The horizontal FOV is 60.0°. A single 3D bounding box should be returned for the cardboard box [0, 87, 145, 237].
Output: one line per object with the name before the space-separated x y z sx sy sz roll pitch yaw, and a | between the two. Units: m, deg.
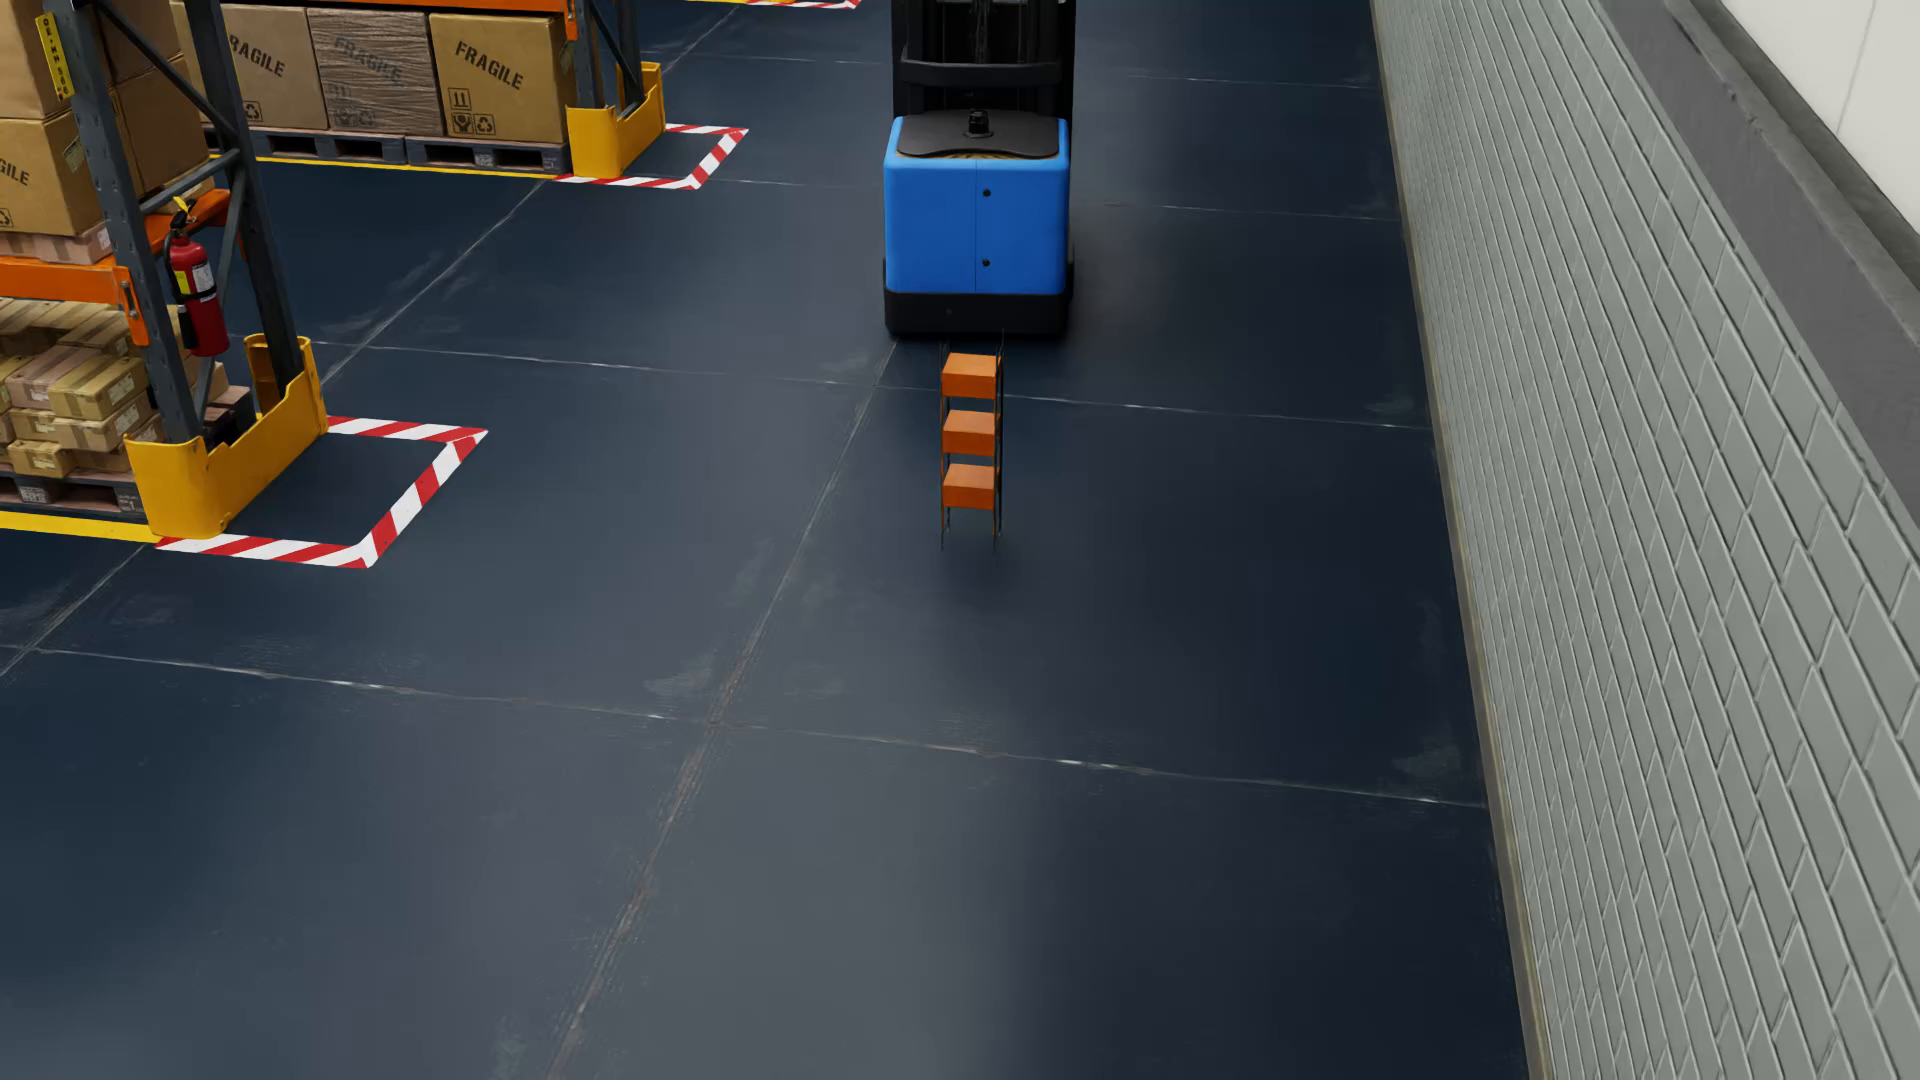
cardboard box | -3.961 -1.654 7.191 0.500 0.500 0.500 6 33 9

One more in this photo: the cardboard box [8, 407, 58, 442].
cardboard box | -4.291 -0.625 7.933 0.250 0.149 0.380 4 32 7

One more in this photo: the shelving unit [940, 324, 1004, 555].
shelving unit | 0.053 -0.440 7.464 0.252 1.050 0.215 5 32 8

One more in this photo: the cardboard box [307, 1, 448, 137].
cardboard box | -4.082 -3.539 12.184 0.875 0.875 0.875 5 32 8

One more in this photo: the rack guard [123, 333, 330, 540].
rack guard | -3.549 -0.528 8.122 0.348 0.500 1.175 5 32 8

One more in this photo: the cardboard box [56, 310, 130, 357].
cardboard box | -4.226 -0.988 8.232 0.250 0.149 0.380 6 33 9

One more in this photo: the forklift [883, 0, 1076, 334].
forklift | 0.150 -3.167 10.047 1.130 2.935 3.031 1 32 2

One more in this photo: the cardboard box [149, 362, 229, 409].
cardboard box | -3.937 -0.764 8.435 0.250 0.149 0.380 6 33 9

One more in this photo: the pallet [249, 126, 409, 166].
pallet | -4.541 -3.124 12.542 1.213 0.211 1.003 5 32 8

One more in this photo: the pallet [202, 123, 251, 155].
pallet | -5.747 -3.232 12.714 1.213 0.211 1.003 5 32 8

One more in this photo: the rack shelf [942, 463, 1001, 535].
rack shelf | 0.053 -0.196 7.617 0.240 0.259 0.215 5 32 8

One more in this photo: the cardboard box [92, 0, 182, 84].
cardboard box | -3.872 -2.352 7.363 0.500 0.500 0.500 5 32 8

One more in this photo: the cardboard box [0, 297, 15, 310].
cardboard box | -4.983 -1.086 8.389 0.250 0.149 0.380 6 33 10

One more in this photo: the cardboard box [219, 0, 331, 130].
cardboard box | -4.959 -3.619 12.311 0.875 0.875 0.875 5 32 8

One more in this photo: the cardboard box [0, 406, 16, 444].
cardboard box | -4.555 -0.619 7.923 0.250 0.149 0.380 4 32 6

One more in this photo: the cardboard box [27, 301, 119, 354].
cardboard box | -4.452 -1.078 8.375 0.250 0.149 0.380 5 32 8

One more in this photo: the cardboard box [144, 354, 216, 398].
cardboard box | -3.948 -0.857 8.303 0.250 0.149 0.380 6 33 10

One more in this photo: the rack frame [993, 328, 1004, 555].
rack frame | 0.173 -0.429 7.446 0.008 1.050 0.200 5 32 8

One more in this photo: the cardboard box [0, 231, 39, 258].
cardboard box | -4.082 -1.397 7.391 0.250 0.149 0.380 5 32 8

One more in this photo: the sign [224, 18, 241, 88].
sign | -3.383 -2.231 7.671 0.005 0.325 0.100 5 32 8

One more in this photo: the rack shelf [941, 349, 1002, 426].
rack shelf | 0.053 -0.672 7.319 0.240 0.259 0.215 5 32 8

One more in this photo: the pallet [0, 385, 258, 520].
pallet | -4.344 -0.496 8.344 1.213 0.211 1.003 5 32 8

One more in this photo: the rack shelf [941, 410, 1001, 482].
rack shelf | 0.053 -0.431 7.469 0.240 0.259 0.215 5 32 8

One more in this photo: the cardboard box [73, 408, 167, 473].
cardboard box | -4.028 -0.488 7.993 0.250 0.149 0.380 6 32 9

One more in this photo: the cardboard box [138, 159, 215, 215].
cardboard box | -3.738 -1.674 7.834 0.250 0.149 0.380 5 32 8

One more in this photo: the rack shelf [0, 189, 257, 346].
rack shelf | -5.446 -1.454 7.924 4.000 0.370 1.077 5 32 8

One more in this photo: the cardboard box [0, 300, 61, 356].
cardboard box | -4.711 -1.057 8.341 0.250 0.149 0.380 4 32 6

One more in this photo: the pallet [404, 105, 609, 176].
pallet | -3.342 -3.014 12.366 1.213 0.211 1.003 5 32 8

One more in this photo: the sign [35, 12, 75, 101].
sign | -3.587 -1.917 6.596 0.005 0.325 0.100 5 32 8

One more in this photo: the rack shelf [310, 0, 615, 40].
rack shelf | -4.512 -4.039 12.054 4.000 0.370 1.077 5 32 8

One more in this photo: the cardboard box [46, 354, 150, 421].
cardboard box | -4.039 -0.717 7.798 0.250 0.149 0.380 6 32 9

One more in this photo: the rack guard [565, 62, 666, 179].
rack guard | -2.517 -3.104 12.237 0.348 0.500 1.175 5 32 8

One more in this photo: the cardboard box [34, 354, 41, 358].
cardboard box | -4.464 -0.887 8.350 0.250 0.149 0.380 6 32 9

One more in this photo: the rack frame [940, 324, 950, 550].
rack frame | -0.068 -0.451 7.481 0.008 1.050 0.200 5 32 8

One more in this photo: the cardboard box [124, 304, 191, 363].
cardboard box | -3.934 -1.027 8.293 0.250 0.149 0.380 4 32 6

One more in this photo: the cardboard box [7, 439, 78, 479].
cardboard box | -4.299 -0.458 7.945 0.250 0.149 0.380 6 33 10

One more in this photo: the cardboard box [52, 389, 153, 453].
cardboard box | -4.043 -0.574 7.850 0.250 0.149 0.380 4 32 7

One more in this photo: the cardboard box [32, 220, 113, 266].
cardboard box | -3.843 -1.355 7.325 0.250 0.149 0.380 5 32 8

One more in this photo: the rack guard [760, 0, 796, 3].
rack guard | -1.681 -5.701 16.387 0.348 0.500 1.175 5 32 8

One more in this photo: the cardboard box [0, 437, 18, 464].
cardboard box | -4.545 -0.526 8.055 0.250 0.149 0.380 5 32 8

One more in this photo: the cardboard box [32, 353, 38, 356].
cardboard box | -4.699 -0.966 8.477 0.250 0.149 0.380 6 33 10

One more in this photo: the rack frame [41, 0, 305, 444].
rack frame | -3.474 -1.580 7.448 0.127 3.000 1.000 5 32 8

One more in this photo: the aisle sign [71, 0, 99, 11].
aisle sign | -3.453 -2.519 6.497 0.004 0.787 0.394 5 32 8

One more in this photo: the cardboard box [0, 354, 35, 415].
cardboard box | -4.553 -0.726 7.813 0.250 0.149 0.380 4 32 7

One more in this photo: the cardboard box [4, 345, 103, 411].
cardboard box | -4.277 -0.769 7.882 0.250 0.149 0.380 6 33 9

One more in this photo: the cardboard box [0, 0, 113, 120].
cardboard box | -3.967 -2.083 6.934 0.500 0.500 0.500 5 32 7

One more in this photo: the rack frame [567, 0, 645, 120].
rack frame | -2.540 -4.165 11.578 0.127 3.000 1.000 5 32 8

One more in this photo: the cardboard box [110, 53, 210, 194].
cardboard box | -3.870 -1.933 7.637 0.500 0.500 0.500 7 33 11

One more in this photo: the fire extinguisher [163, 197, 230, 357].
fire extinguisher | -3.304 -1.126 7.145 0.183 0.674 0.296 5 32 8

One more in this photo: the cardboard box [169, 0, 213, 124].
cardboard box | -5.846 -3.699 12.439 0.875 0.875 0.875 5 32 8

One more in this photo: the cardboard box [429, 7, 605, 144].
cardboard box | -3.185 -3.458 12.054 0.875 0.875 0.875 5 32 8
